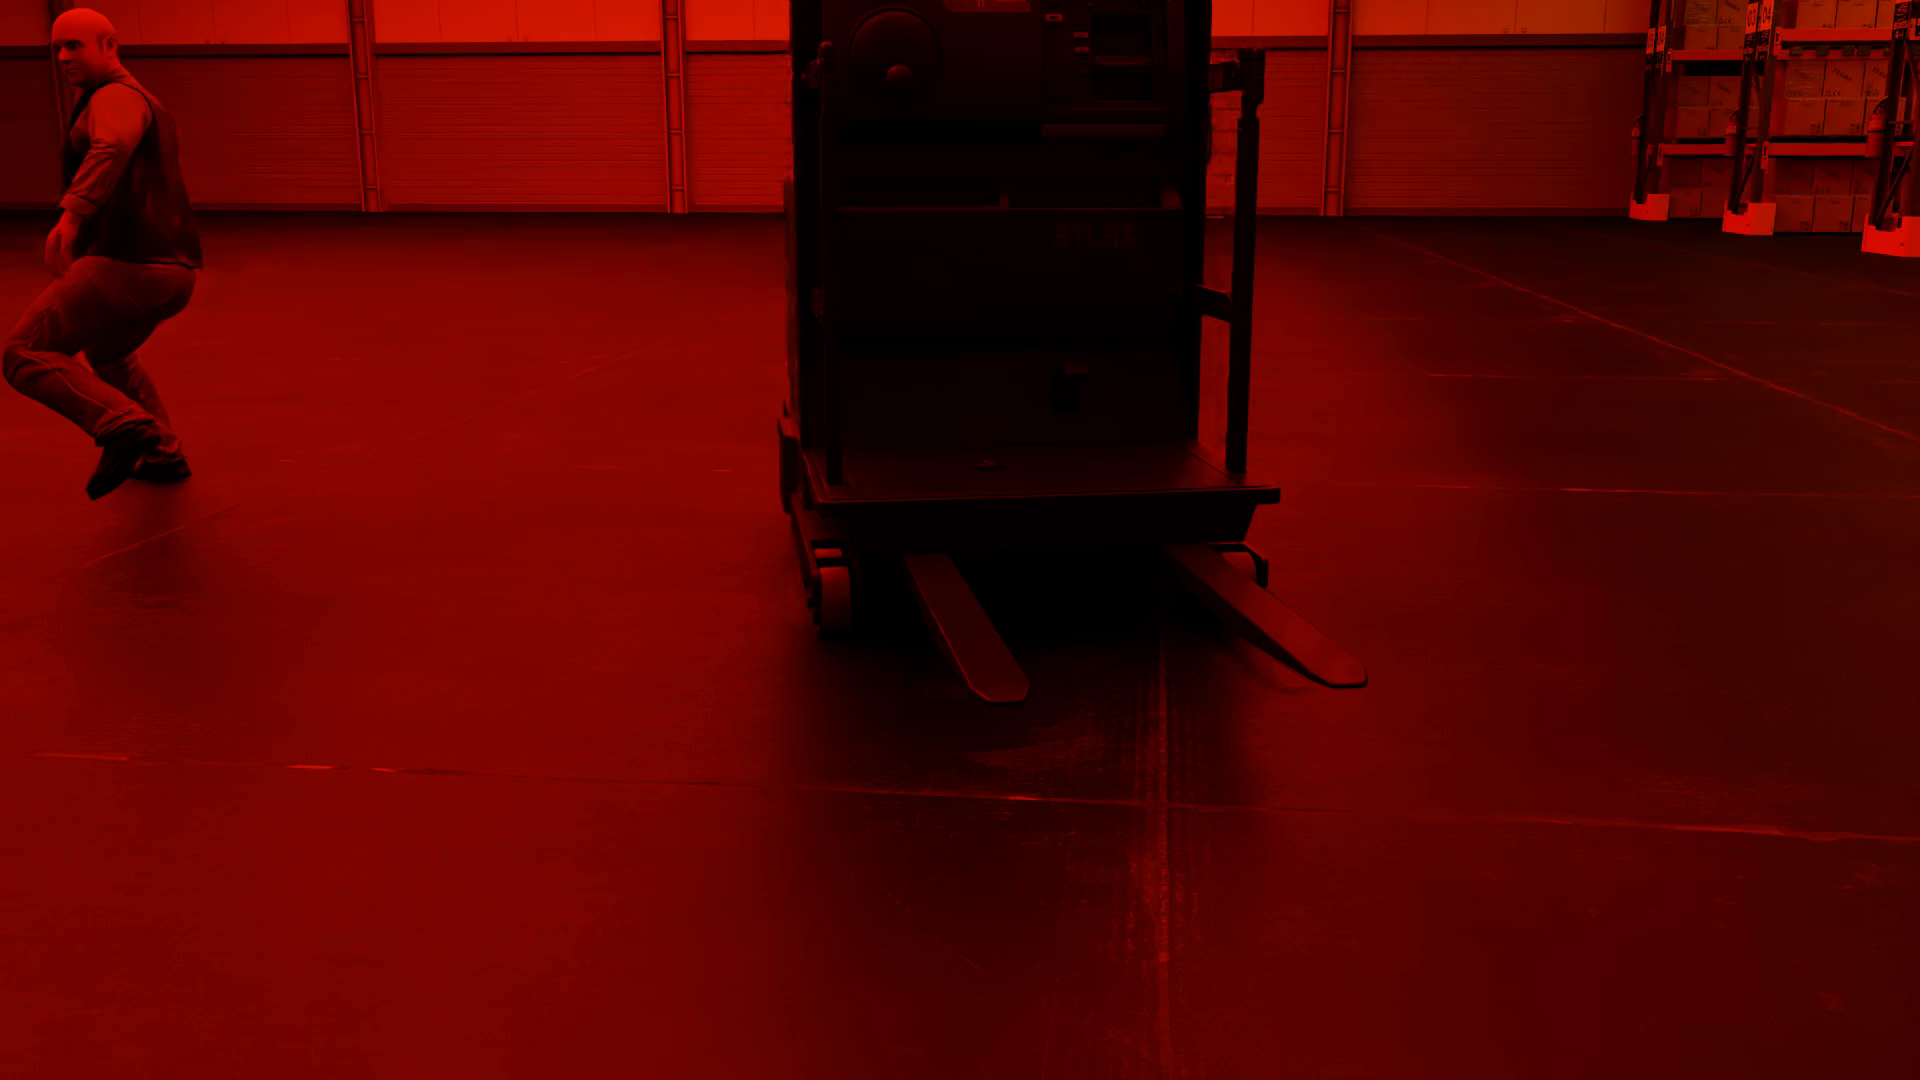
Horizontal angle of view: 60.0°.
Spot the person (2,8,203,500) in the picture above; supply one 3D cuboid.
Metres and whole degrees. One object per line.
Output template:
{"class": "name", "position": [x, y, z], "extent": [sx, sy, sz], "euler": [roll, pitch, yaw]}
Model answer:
{"class": "person", "position": [-2.782, -0.918, 5.499], "extent": [0.503, 1.603, 1.047], "euler": [-1, 13, -3]}

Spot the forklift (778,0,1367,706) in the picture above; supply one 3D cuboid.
{"class": "forklift", "position": [0.147, -1.288, 4.020], "extent": [1.130, 2.935, 3.031], "euler": [-2, 13, -9]}
